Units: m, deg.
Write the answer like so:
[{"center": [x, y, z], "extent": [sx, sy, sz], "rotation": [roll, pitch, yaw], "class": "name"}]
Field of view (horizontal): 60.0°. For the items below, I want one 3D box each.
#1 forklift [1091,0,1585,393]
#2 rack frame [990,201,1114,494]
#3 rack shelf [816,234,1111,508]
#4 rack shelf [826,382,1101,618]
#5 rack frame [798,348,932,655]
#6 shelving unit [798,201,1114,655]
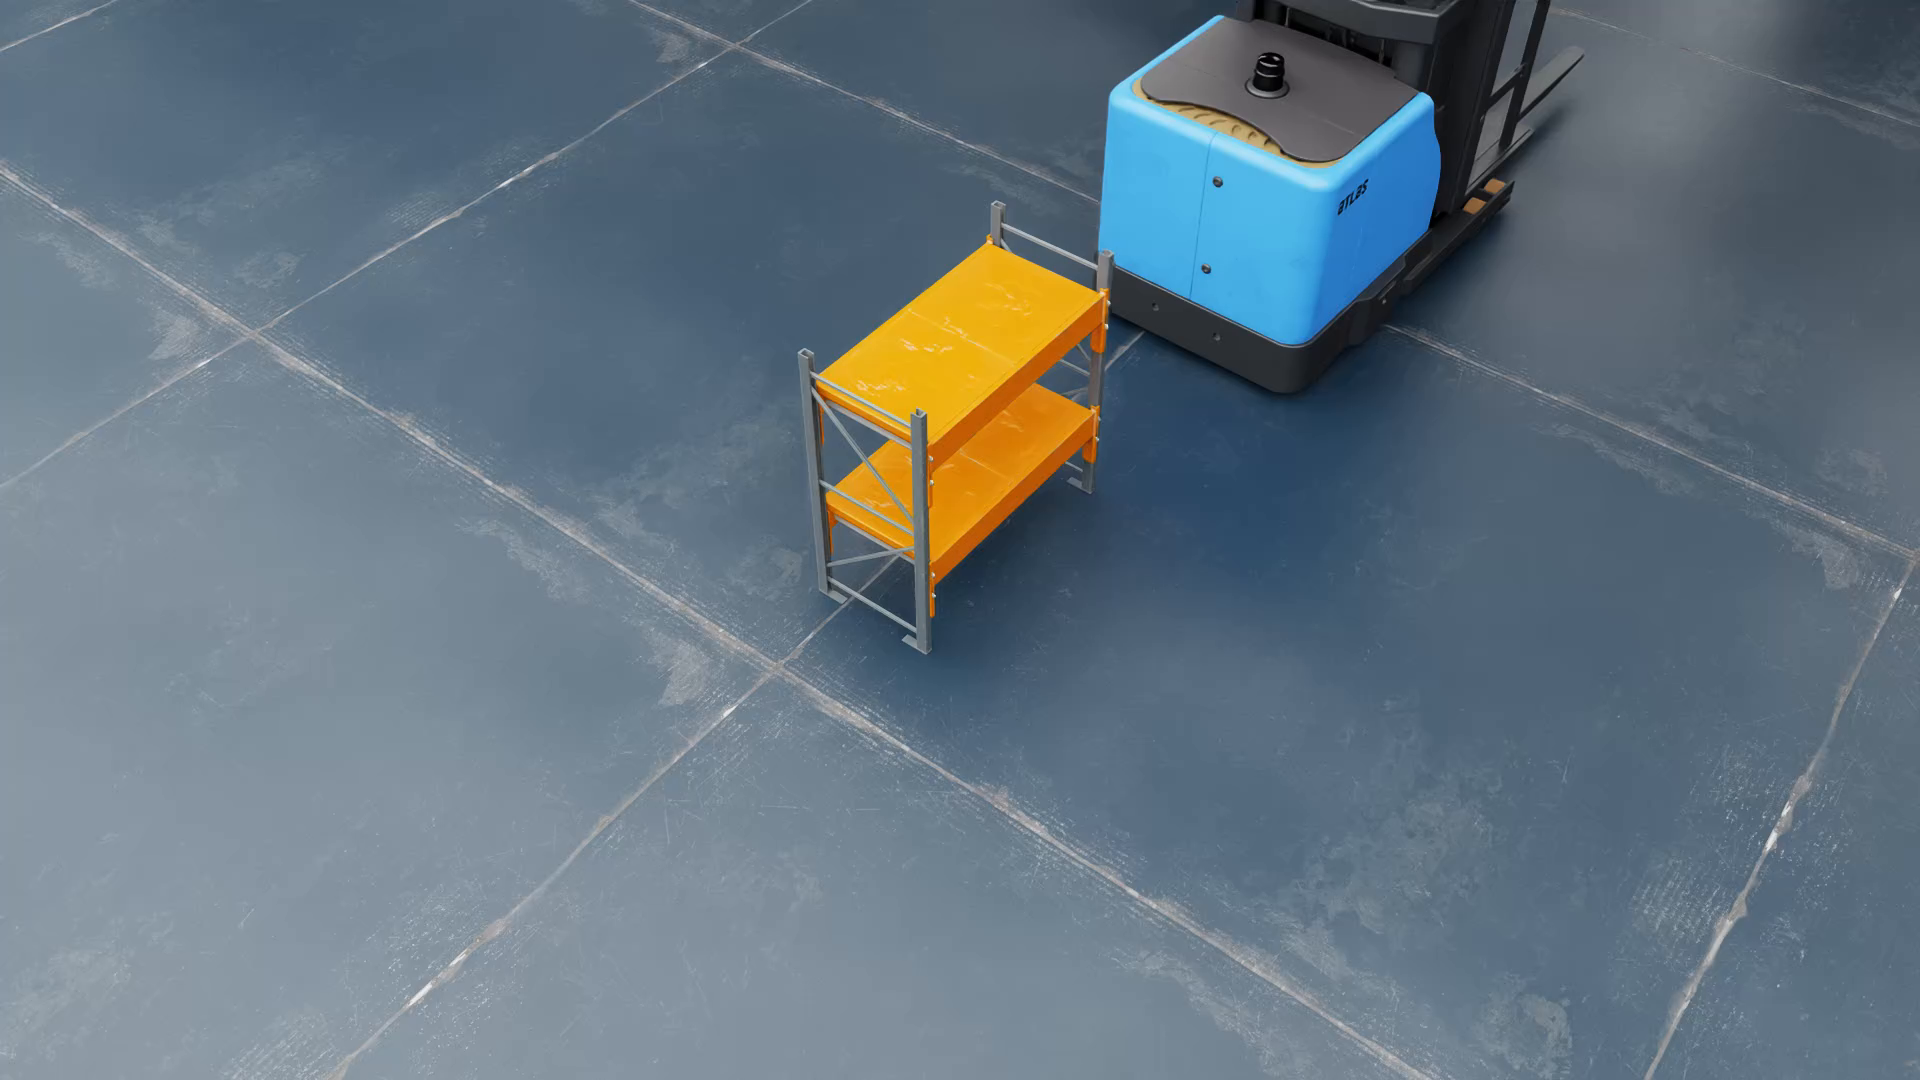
[{"center": [1.889, -2.609, 6.715], "extent": [1.130, 2.935, 3.031], "rotation": [31, 54, 26], "class": "forklift"}, {"center": [0.315, -0.683, 6.125], "extent": [0.500, 1.125, 0.032], "rotation": [29, 53, 25], "class": "rack frame"}, {"center": [0.004, -0.595, 5.635], "extent": [0.538, 0.278, 1.000], "rotation": [29, 53, 25], "class": "rack shelf"}, {"center": [0.004, -0.224, 6.024], "extent": [0.538, 0.278, 1.000], "rotation": [29, 53, 25], "class": "rack shelf"}, {"center": [-0.307, -0.102, 5.569], "extent": [0.500, 1.125, 0.032], "rotation": [29, 53, 25], "class": "rack frame"}, {"center": [0.004, -0.392, 5.847], "extent": [0.538, 1.125, 1.048], "rotation": [29, 53, 25], "class": "shelving unit"}]
